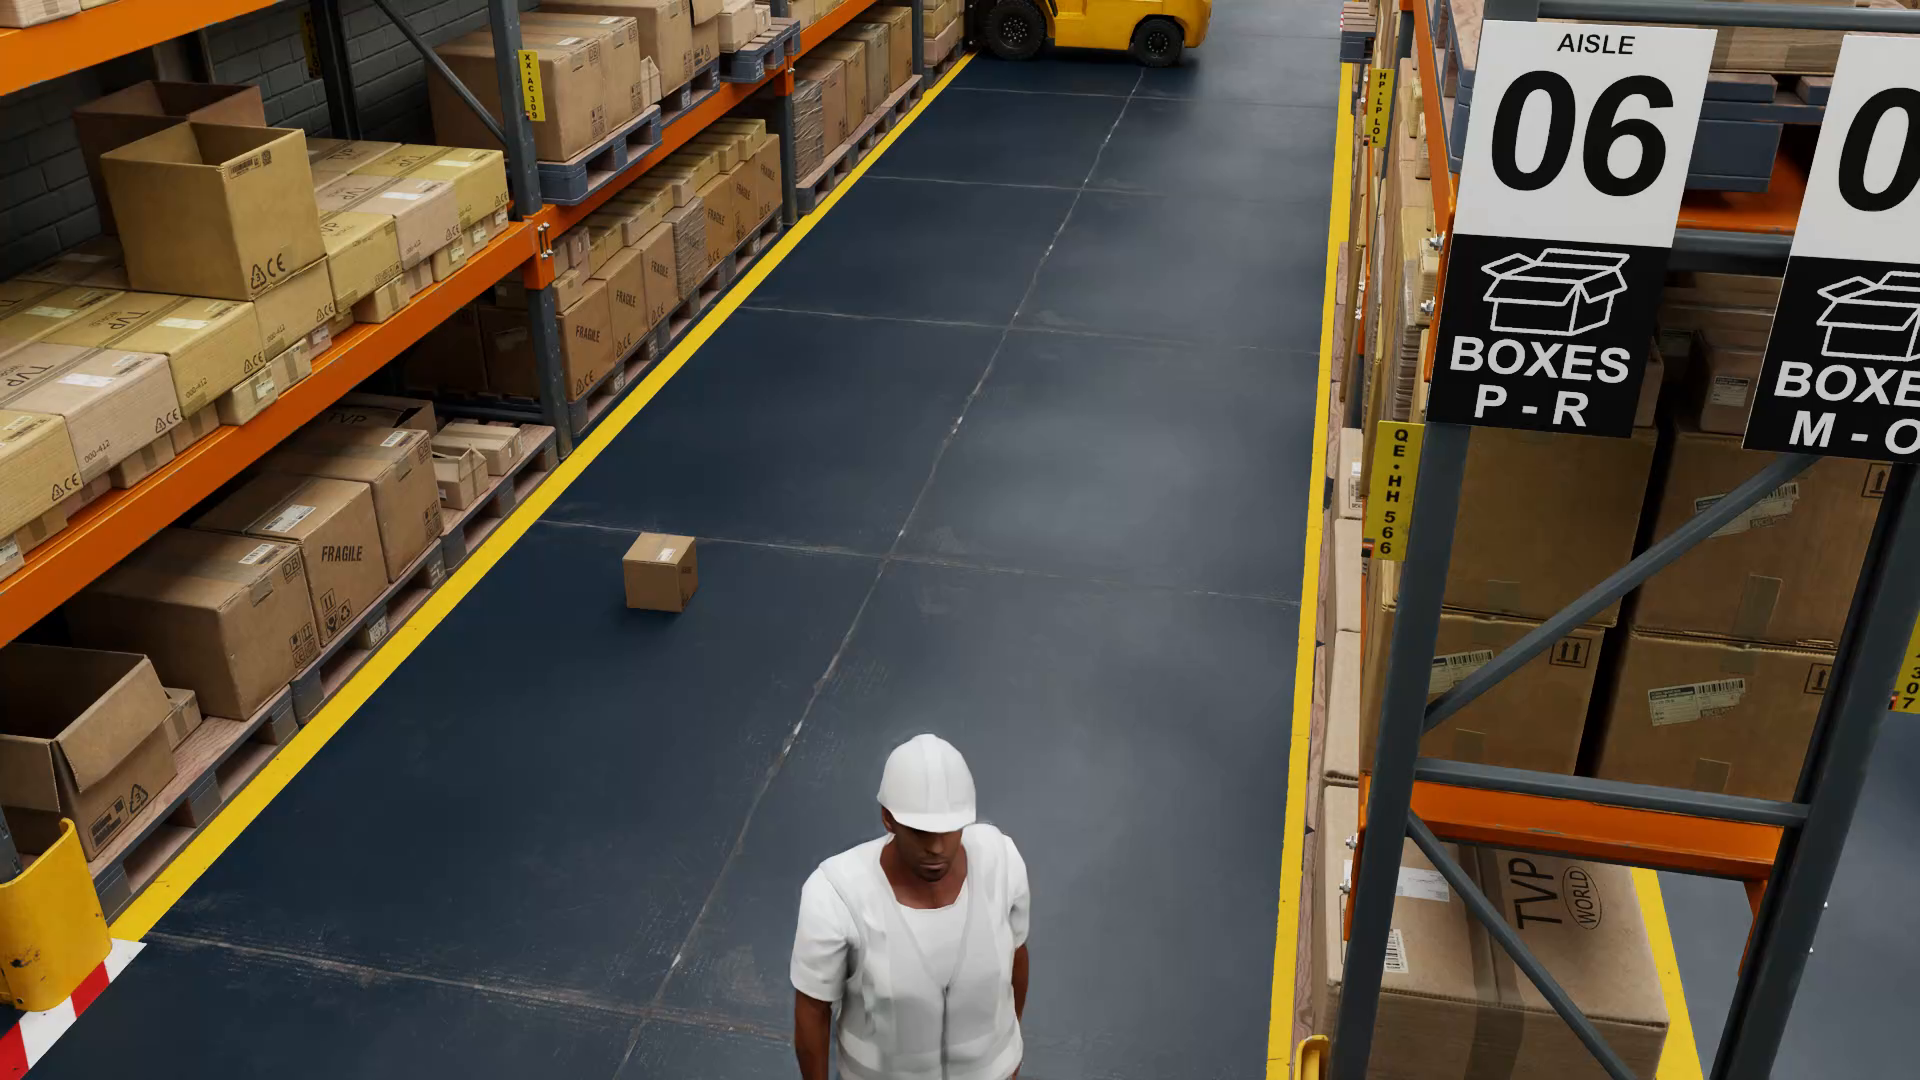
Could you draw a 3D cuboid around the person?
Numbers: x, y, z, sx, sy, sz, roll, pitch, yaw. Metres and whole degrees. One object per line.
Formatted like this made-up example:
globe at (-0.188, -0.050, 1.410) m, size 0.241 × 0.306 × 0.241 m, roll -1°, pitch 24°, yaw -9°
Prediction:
person at (-0.106, 1.195, 3.894) m, size 0.576 × 1.747 × 0.799 m, roll -8°, pitch 30°, yaw -15°
